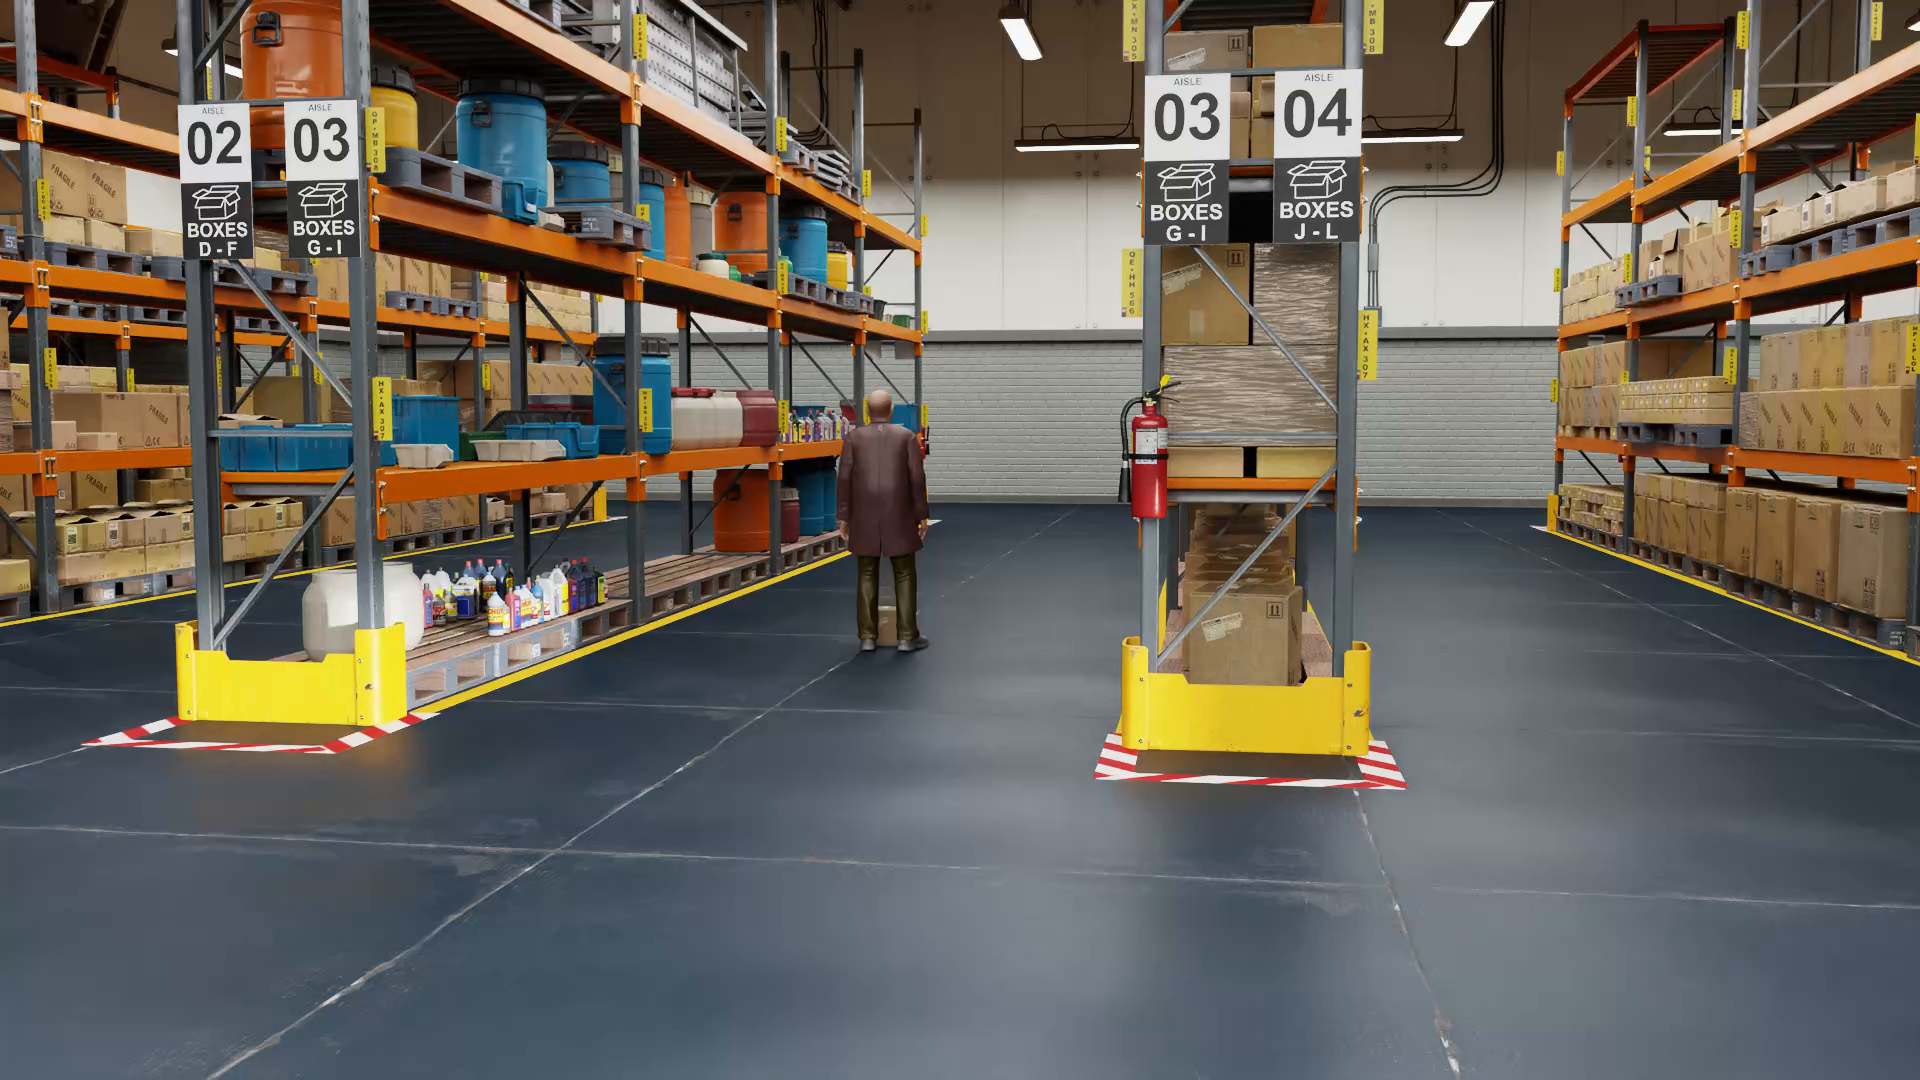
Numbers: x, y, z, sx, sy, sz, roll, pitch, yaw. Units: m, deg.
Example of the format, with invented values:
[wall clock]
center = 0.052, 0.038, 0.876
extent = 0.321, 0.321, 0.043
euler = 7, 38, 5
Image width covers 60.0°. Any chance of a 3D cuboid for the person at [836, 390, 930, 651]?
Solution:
[person]
center = -0.529, -0.136, 11.373
extent = 0.646, 1.772, 0.429
euler = 0, 4, 5
